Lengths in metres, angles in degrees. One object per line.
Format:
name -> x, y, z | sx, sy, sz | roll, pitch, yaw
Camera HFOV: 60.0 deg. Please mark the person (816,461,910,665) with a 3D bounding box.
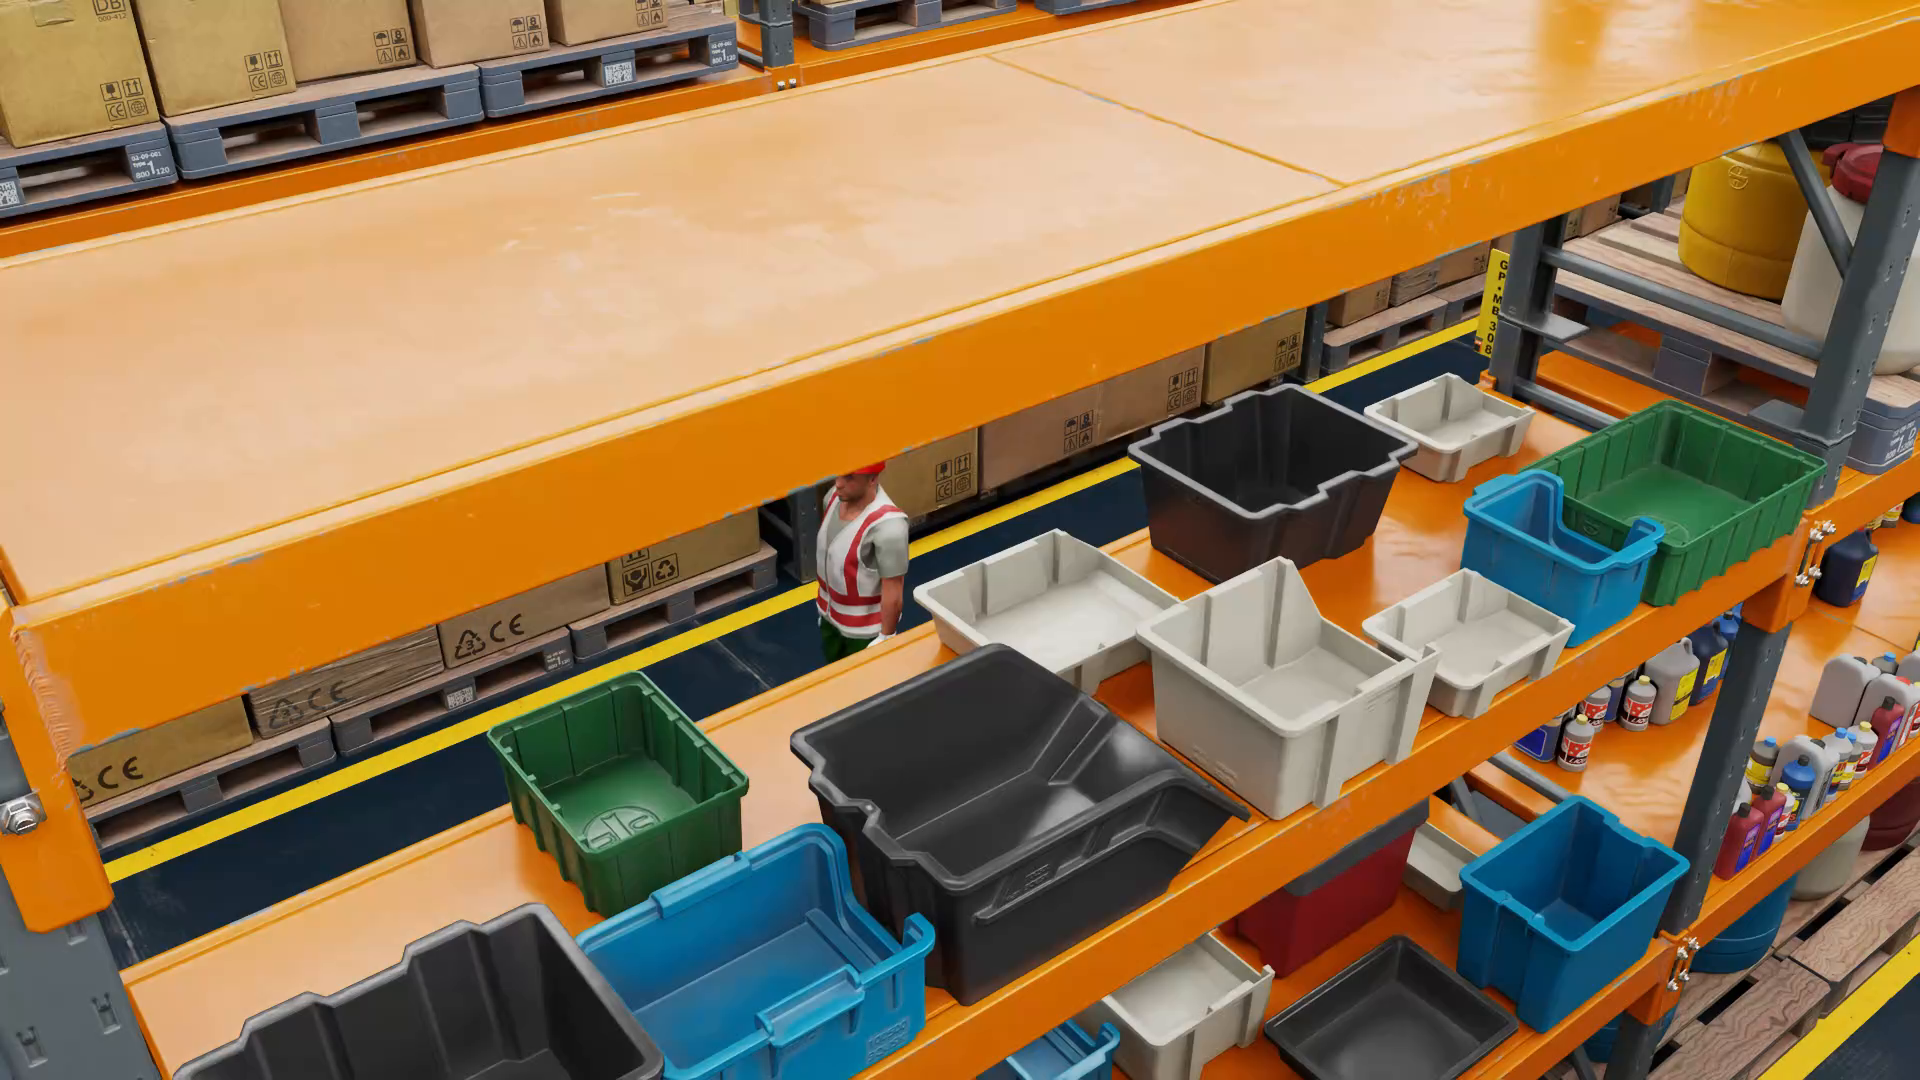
person -> -0.436, 0.340, 7.229 | 0.332, 1.788, 0.524 | -21, 38, -30
